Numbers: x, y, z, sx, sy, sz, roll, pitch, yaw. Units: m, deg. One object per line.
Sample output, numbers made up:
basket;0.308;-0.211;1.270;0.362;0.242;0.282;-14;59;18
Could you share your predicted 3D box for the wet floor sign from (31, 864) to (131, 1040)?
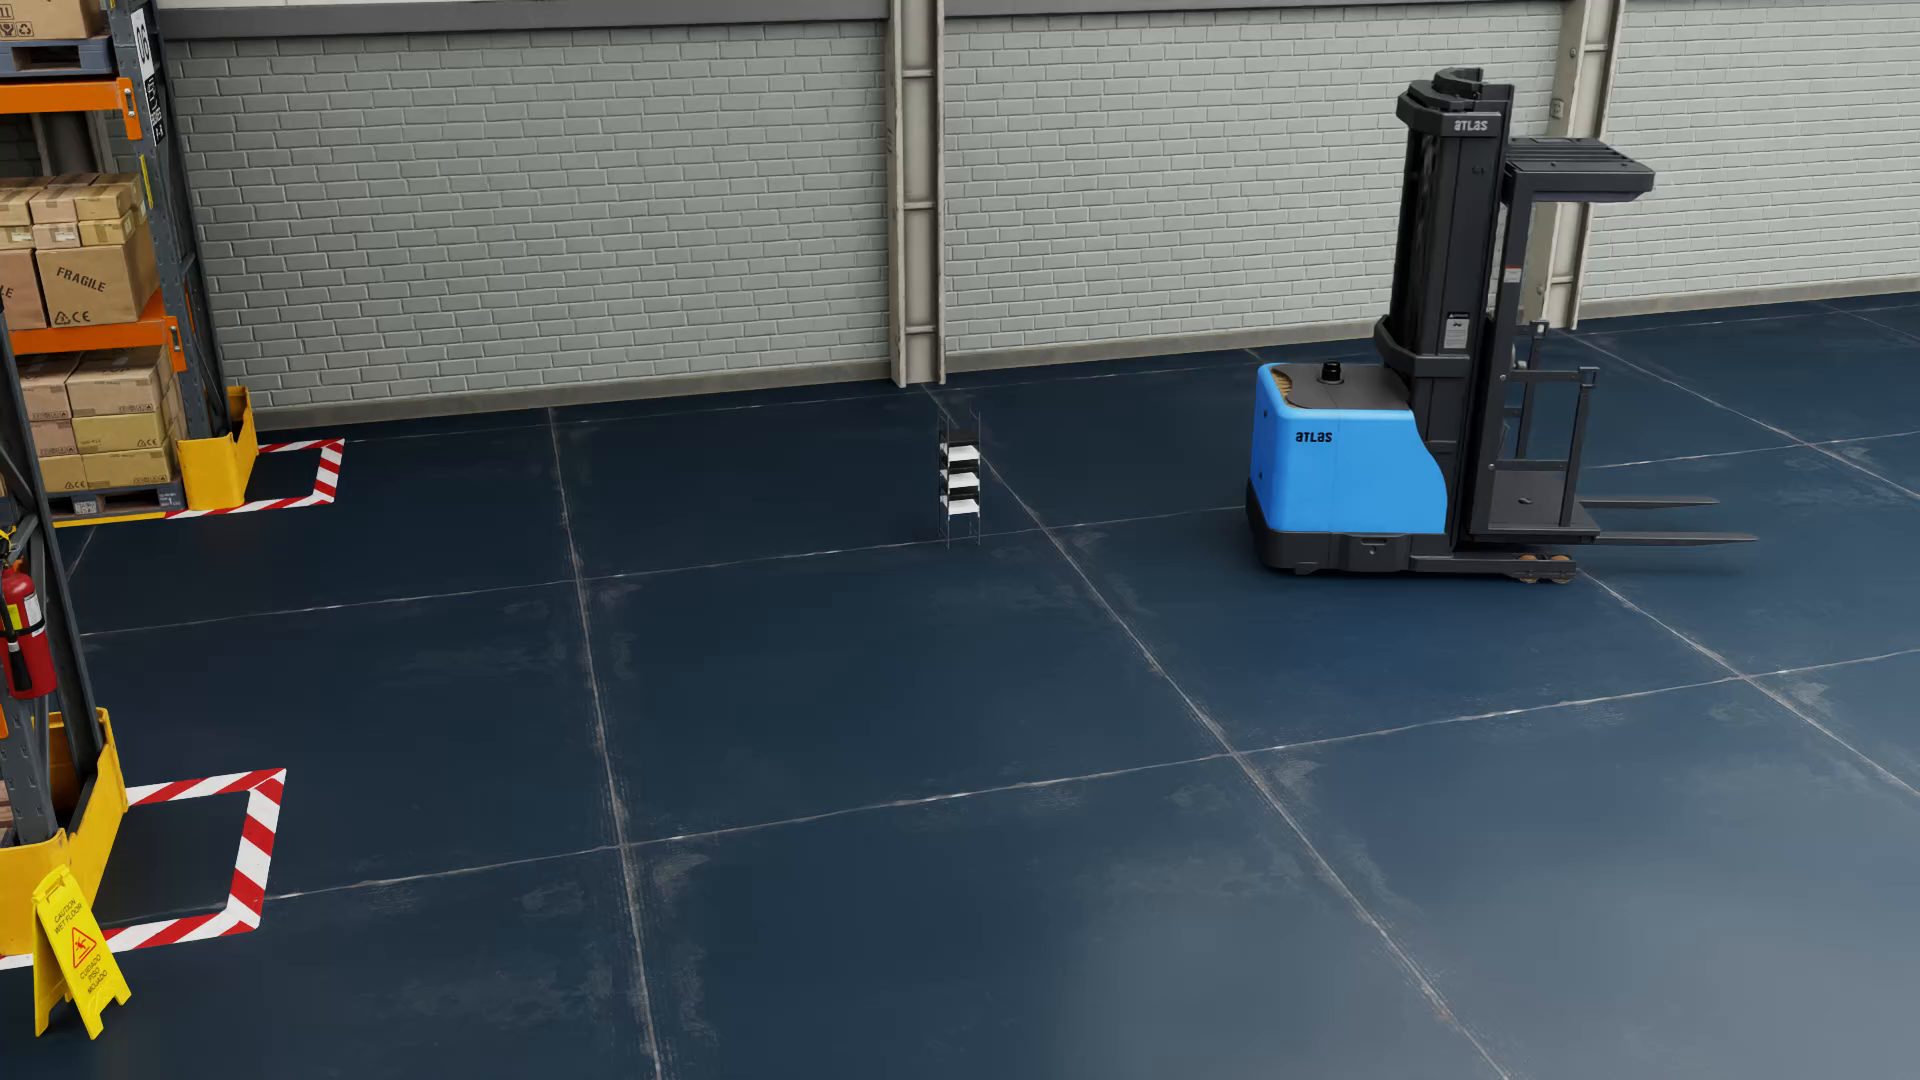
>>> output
wet floor sign;-3.396;1.548;6.323;0.232;0.644;0.267;2;23;4

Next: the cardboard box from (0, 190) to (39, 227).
cardboard box;-5.974;-2.090;10.490;0.250;0.149;0.380;-6;24;-13

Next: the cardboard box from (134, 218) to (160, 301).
cardboard box;-5.765;-1.902;11.252;0.500;0.500;0.500;-6;24;-13

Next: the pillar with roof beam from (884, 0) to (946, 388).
pillar with roof beam;0.813;-3.833;8.271;0.400;9.000;9.100;-6;24;-14

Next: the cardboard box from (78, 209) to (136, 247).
cardboard box;-5.471;-2.004;10.668;0.250;0.149;0.380;-6;24;-14

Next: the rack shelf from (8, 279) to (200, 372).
rack shelf;-7.138;-1.260;10.795;4.000;0.370;1.077;-6;24;-14

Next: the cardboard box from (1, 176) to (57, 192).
cardboard box;-6.105;-2.281;10.935;0.250;0.149;0.380;-6;24;-13

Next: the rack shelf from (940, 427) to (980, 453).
rack shelf;-0.008;-0.630;10.477;0.200;0.077;0.258;-6;24;-14

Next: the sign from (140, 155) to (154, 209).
sign;-5.079;-2.237;10.391;0.005;0.325;0.100;-6;24;-14

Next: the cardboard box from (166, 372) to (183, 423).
cardboard box;-5.721;-0.991;11.577;0.500;0.250;0.500;-6;24;-13

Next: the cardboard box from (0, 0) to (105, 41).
cardboard box;-5.573;-3.327;10.110;0.500;0.500;0.500;-6;24;-13

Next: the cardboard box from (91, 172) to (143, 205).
cardboard box;-5.594;-2.330;11.049;0.250;0.149;0.380;-7;24;-15

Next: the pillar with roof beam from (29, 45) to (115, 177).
pillar with roof beam;-4.964;-3.194;6.782;0.400;9.000;9.100;-6;24;-14

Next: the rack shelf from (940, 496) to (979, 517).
rack shelf;-0.008;-0.217;10.655;0.200;0.077;0.258;-6;24;-14

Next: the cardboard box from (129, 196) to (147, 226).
cardboard box;-5.609;-2.210;11.147;0.250;0.149;0.380;-7;24;-16

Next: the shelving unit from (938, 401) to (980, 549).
shelving unit;-0.008;-0.413;10.571;0.210;0.900;0.258;-6;24;-14

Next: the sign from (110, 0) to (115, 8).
sign;-5.079;-3.345;9.915;0.005;0.325;0.100;-6;24;-14

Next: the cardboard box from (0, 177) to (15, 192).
cardboard box;-6.347;-2.260;10.887;0.250;0.149;0.380;-6;24;-14

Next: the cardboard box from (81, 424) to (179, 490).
cardboard box;-5.580;-0.563;11.212;0.500;0.250;0.500;-6;24;-14

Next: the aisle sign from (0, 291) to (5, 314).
aisle sign;-3.892;-1.238;6.535;0.004;0.787;0.394;-6;24;-14

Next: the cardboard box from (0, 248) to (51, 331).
cardboard box;-6.118;-1.646;10.654;0.500;0.500;0.500;-6;24;-13

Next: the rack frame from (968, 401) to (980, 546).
rack frame;0.090;-0.424;10.596;0.006;0.900;0.240;-6;24;-14

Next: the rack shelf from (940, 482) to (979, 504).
rack shelf;-0.008;-0.299;10.619;0.200;0.077;0.258;-6;24;-14

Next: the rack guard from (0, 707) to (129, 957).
rack guard;-3.941;1.237;7.232;0.348;0.500;1.175;-6;24;-14

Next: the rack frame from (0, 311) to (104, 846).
rack frame;-3.868;0.081;6.758;0.127;3.000;1.000;-6;24;-14

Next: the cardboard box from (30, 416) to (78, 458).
cardboard box;-6.083;-0.743;10.998;0.500;0.250;0.500;-7;24;-15

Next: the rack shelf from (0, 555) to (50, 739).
rack shelf;-5.794;0.624;6.404;4.000;0.370;1.077;-6;24;-14

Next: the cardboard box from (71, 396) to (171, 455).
cardboard box;-5.597;-0.792;11.113;0.500;0.250;0.500;-7;24;-15

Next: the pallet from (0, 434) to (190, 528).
pallet;-5.938;-0.425;11.472;1.213;0.211;1.003;-6;24;-14

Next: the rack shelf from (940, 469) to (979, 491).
rack shelf;-0.008;-0.382;10.584;0.200;0.077;0.258;-6;24;-14

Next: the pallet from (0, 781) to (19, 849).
pallet;-4.733;1.443;7.119;1.213;0.211;1.003;-6;24;-14

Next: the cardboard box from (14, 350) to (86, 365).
cardboard box;-6.207;-1.158;11.332;0.500;0.250;0.500;-6;24;-14

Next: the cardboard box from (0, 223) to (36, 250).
cardboard box;-5.975;-1.961;10.568;0.250;0.149;0.380;-6;24;-13

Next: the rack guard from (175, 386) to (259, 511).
rack guard;-5.190;-0.657;11.648;0.348;0.500;1.175;-6;24;-14

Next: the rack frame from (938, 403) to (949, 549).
rack frame;-0.106;-0.402;10.545;0.006;0.900;0.240;-6;24;-14

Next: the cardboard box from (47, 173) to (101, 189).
cardboard box;-5.867;-2.325;11.038;0.250;0.149;0.380;-5;24;-13

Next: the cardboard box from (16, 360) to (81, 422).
cardboard box;-6.062;-0.968;10.889;0.500;0.250;0.500;-6;24;-13

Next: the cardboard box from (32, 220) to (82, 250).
cardboard box;-5.709;-1.966;10.578;0.250;0.149;0.380;-6;24;-14

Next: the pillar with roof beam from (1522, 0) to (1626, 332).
pillar with roof beam;6.590;-4.472;9.761;0.400;9.000;9.100;-6;24;-14

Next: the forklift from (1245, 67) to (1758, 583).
forklift;3.395;-1.297;10.055;3.031;2.935;1.130;1;23;2

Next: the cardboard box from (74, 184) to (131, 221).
cardboard box;-5.501;-2.166;10.668;0.250;0.149;0.380;-6;24;-14

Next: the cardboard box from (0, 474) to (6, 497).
cardboard box;-6.545;-0.464;10.981;0.500;0.250;0.500;-6;24;-14

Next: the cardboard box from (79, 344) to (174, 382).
cardboard box;-5.727;-1.213;11.460;0.500;0.250;0.500;-7;24;-15

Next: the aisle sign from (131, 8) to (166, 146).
aisle sign;-5.070;-2.894;10.393;0.004;0.787;0.394;-6;24;-14

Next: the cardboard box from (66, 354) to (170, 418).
cardboard box;-5.572;-1.025;11.021;0.500;0.250;0.500;-5;24;-13

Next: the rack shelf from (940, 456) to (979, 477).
rack shelf;-0.008;-0.465;10.548;0.200;0.077;0.258;-6;24;-14

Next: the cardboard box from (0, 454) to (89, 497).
cardboard box;-6.061;-0.514;11.097;0.500;0.250;0.500;-6;24;-14

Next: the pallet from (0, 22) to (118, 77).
pallet;-5.900;-3.076;10.423;1.213;0.211;1.003;-6;24;-14

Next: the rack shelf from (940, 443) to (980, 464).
rack shelf;-0.008;-0.547;10.513;0.200;0.077;0.258;-6;24;-14

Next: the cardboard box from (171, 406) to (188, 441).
cardboard box;-5.738;-0.755;11.660;0.500;0.250;0.500;-6;24;-14

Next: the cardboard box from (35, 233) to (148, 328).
cardboard box;-5.616;-1.697;10.775;0.500;0.500;0.500;-7;24;-16

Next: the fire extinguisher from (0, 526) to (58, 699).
fire extinguisher;-3.634;0.279;6.394;0.183;0.674;0.296;-6;24;-14

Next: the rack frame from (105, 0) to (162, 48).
rack frame;-5.213;-4.560;9.966;0.127;3.000;1.000;-6;24;-14

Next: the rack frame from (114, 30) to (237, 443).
rack frame;-5.213;-1.804;11.149;0.127;3.000;1.000;-6;24;-14

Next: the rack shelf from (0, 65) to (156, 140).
rack shelf;-7.138;-2.638;10.203;4.000;0.370;1.077;-6;24;-14

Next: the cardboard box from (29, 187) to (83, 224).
cardboard box;-5.730;-2.128;10.579;0.250;0.149;0.380;-6;24;-14
